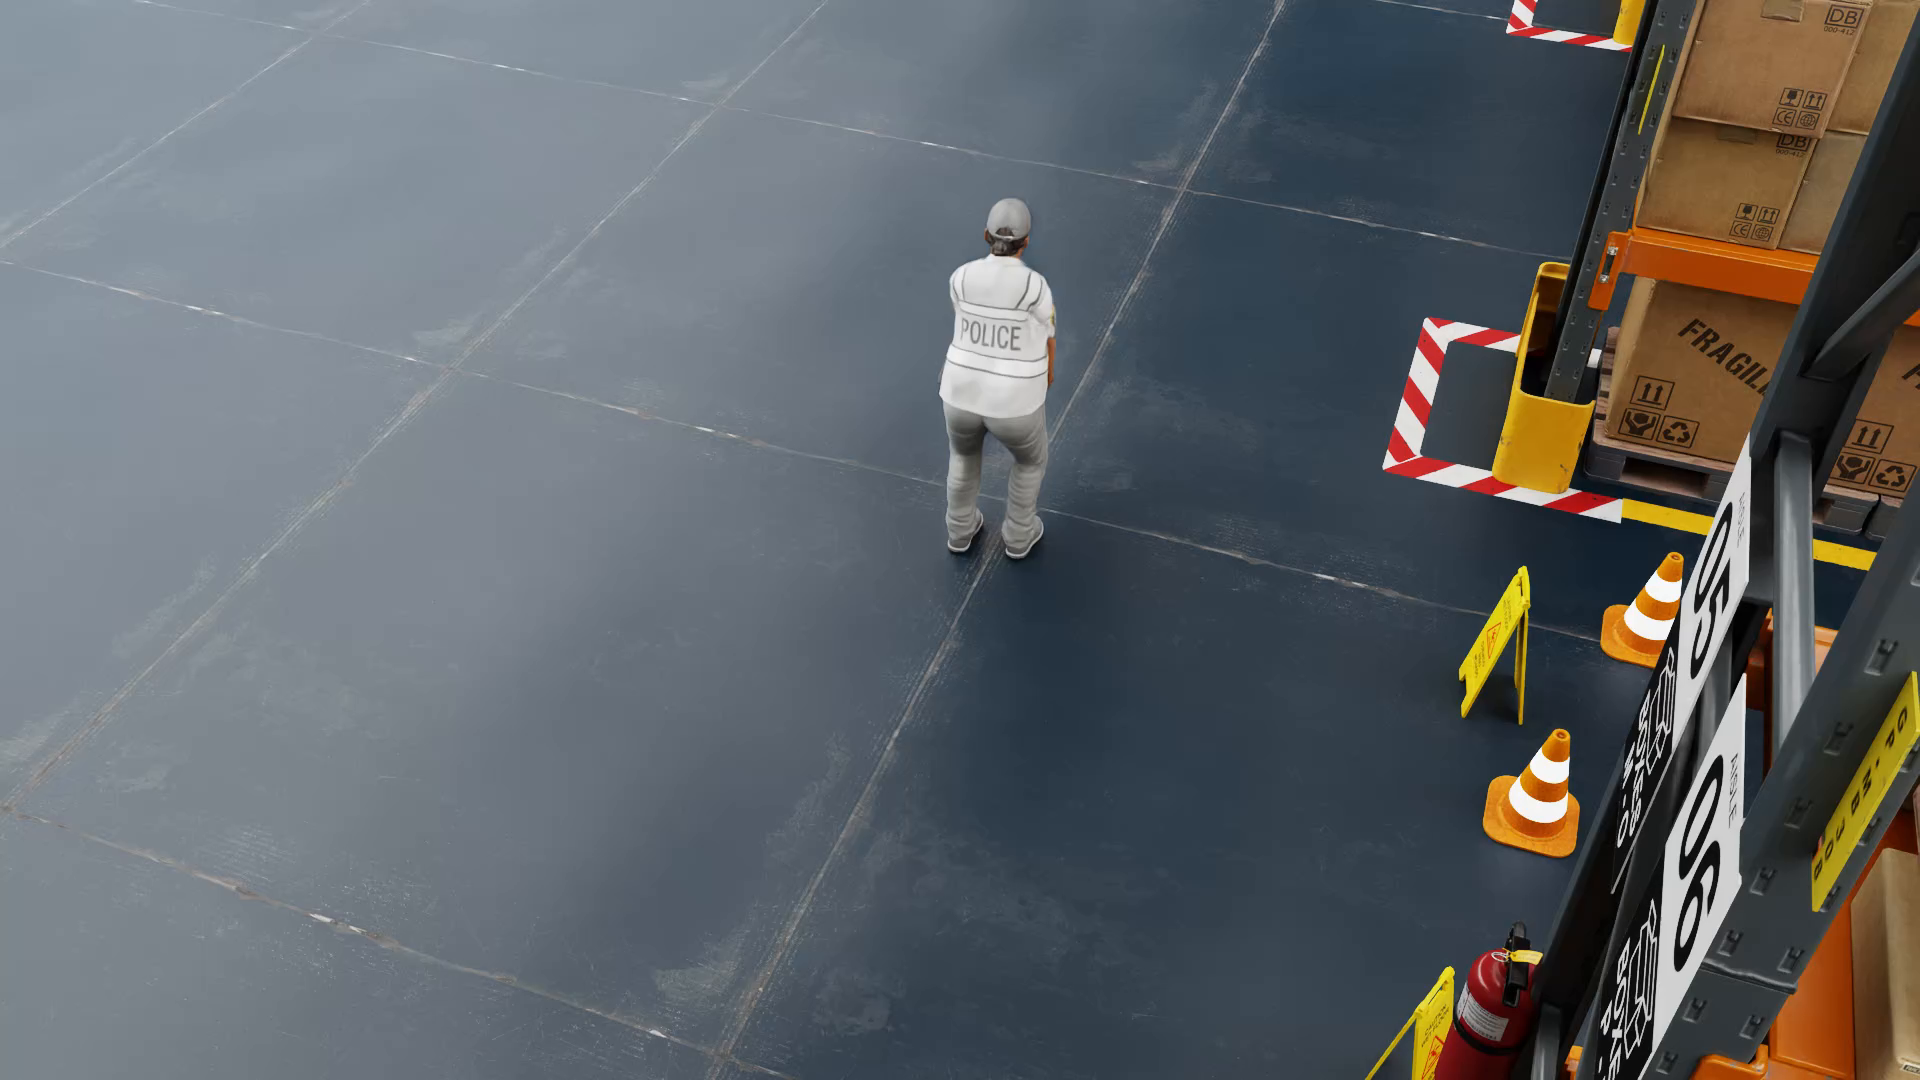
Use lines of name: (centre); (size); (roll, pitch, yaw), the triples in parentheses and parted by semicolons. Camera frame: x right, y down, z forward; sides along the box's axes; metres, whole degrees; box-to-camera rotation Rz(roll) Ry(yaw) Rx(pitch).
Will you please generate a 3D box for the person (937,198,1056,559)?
person: (0.164, -0.629, 6.901); (0.452, 1.623, 0.593); (13, 43, 14)
